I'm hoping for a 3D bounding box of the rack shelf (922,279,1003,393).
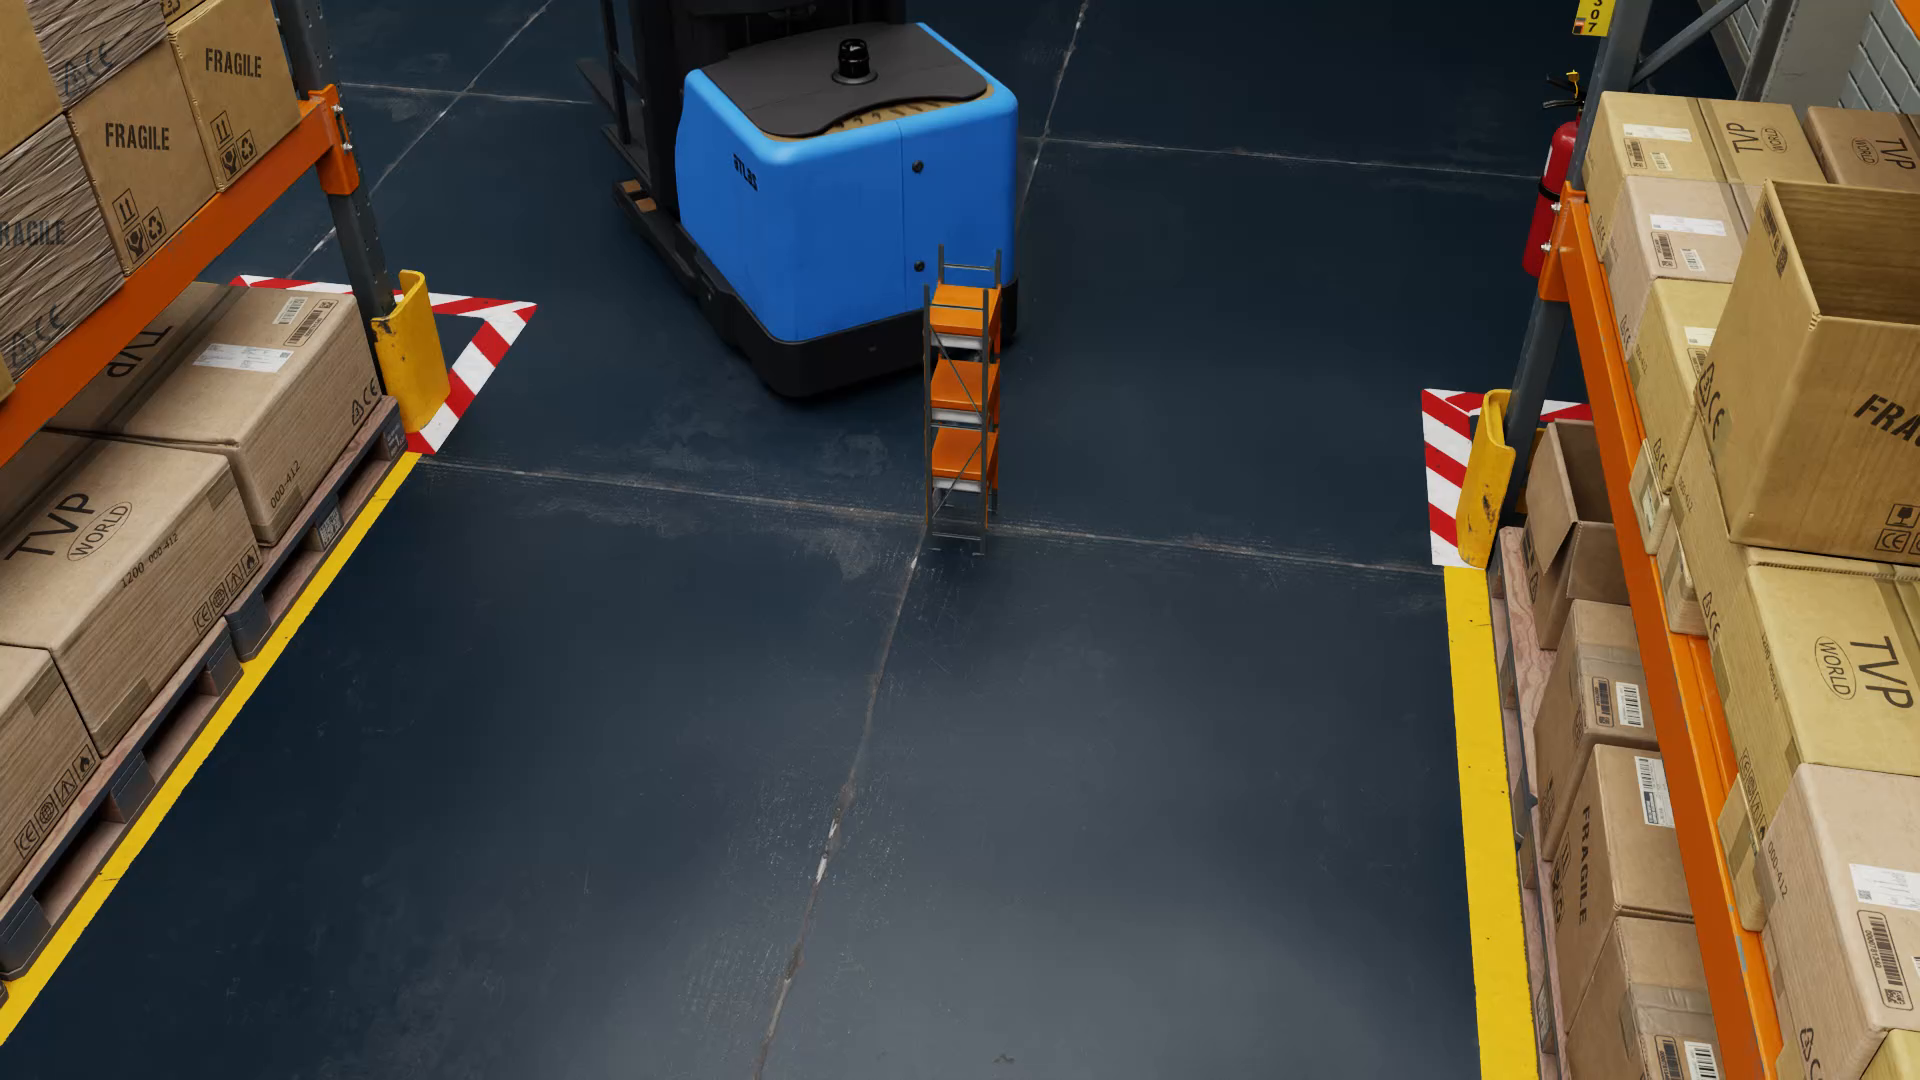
[{"bbox_3d":[0.009,-0.649,5.282,0.215,0.259,0.240,6,40,8],"label":"rack shelf"}]

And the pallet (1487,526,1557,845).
[{"bbox_3d":[2.166,0.464,5.023,1.003,0.211,1.213,6,40,8],"label":"pallet"}]

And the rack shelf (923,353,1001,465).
[{"bbox_3d":[0.009,-0.430,5.463,0.215,0.259,0.240,6,40,8],"label":"rack shelf"}]

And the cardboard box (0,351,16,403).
[{"bbox_3d":[-2.654,-0.448,3.859,0.500,0.500,0.500,8,40,9],"label":"cardboard box"}]

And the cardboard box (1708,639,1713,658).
[{"bbox_3d":[1.715,0.254,3.286,0.380,0.149,0.250,6,40,8],"label":"cardboard box"}]

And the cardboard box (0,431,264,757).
[{"bbox_3d":[-2.739,0.122,4.929,0.875,0.438,0.875,7,40,9],"label":"cardboard box"}]

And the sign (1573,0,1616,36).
[{"bbox_3d":[1.782,-1.552,4.594,0.100,0.325,0.005,6,40,8],"label":"sign"}]

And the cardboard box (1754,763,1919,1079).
[{"bbox_3d":[1.544,0.632,2.516,0.500,0.250,0.500,7,40,8],"label":"cardboard box"}]

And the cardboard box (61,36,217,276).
[{"bbox_3d":[-2.498,-1.097,4.644,0.500,0.500,0.500,6,40,7],"label":"cardboard box"}]

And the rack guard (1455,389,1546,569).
[{"bbox_3d":[2.303,-0.148,5.536,1.175,0.500,0.348,6,40,8],"label":"rack guard"}]

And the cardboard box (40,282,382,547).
[{"bbox_3d":[-2.589,-0.453,5.625,0.875,0.438,0.875,5,40,6],"label":"cardboard box"}]

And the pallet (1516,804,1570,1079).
[{"bbox_3d":[1.952,1.228,4.100,1.003,0.211,1.213,6,40,8],"label":"pallet"}]

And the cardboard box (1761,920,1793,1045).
[{"bbox_3d":[1.547,0.727,2.714,0.380,0.149,0.250,7,40,9],"label":"cardboard box"}]

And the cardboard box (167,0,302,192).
[{"bbox_3d":[-2.396,-1.410,5.023,0.500,0.500,0.500,7,40,8],"label":"cardboard box"}]

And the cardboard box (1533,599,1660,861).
[{"bbox_3d":[1.931,0.548,4.365,0.700,0.500,0.500,8,40,9],"label":"cardboard box"}]

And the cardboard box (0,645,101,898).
[{"bbox_3d":[-2.897,0.688,4.245,0.875,0.438,0.875,5,40,6],"label":"cardboard box"}]

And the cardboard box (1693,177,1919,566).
[{"bbox_3d":[1.713,-0.308,3.064,0.500,0.500,0.500,7,40,9],"label":"cardboard box"}]

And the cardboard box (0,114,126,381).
[{"bbox_3d":[-2.577,-0.773,4.253,0.500,0.500,0.500,7,40,9],"label":"cardboard box"}]

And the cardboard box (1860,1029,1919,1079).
[{"bbox_3d":[1.472,0.948,2.133,0.500,0.250,0.500,7,40,9],"label":"cardboard box"}]

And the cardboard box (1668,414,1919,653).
[{"bbox_3d":[1.733,-0.002,3.283,0.500,0.250,0.500,5,40,7],"label":"cardboard box"}]

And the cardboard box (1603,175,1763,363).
[{"bbox_3d":[1.885,-0.644,4.059,0.500,0.250,0.500,7,40,8],"label":"cardboard box"}]

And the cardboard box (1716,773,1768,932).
[{"bbox_3d":[1.564,0.564,2.911,0.380,0.149,0.250,6,40,7],"label":"cardboard box"}]

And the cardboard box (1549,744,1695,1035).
[{"bbox_3d":[1.741,0.869,3.977,0.500,0.500,0.500,7,40,8],"label":"cardboard box"}]

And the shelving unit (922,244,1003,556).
[{"bbox_3d":[0.009,-0.438,5.456,0.215,1.050,0.252,6,40,8],"label":"shelving unit"}]

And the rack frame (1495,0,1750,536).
[{"bbox_3d":[2.316,-1.159,4.798,1.000,3.000,0.127,6,40,8],"label":"rack frame"}]

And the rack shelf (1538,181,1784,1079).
[{"bbox_3d":[1.970,0.374,3.509,1.077,0.370,4.000,6,40,8],"label":"rack shelf"}]

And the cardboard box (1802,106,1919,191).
[{"bbox_3d":[2.498,-0.898,4.366,0.500,0.250,0.500,7,40,9],"label":"cardboard box"}]

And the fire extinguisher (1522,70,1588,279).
[{"bbox_3d":[1.886,-1.129,5.114,0.296,0.674,0.183,6,40,8],"label":"fire extinguisher"}]

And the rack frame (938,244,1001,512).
[{"bbox_3d":[0.030,-0.515,5.549,0.200,1.050,0.008,6,40,8],"label":"rack frame"}]

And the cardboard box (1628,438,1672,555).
[{"bbox_3d":[1.717,-0.083,3.693,0.380,0.149,0.250,5,40,6],"label":"cardboard box"}]

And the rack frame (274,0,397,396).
[{"bbox_3d":[-2.573,-1.704,5.457,1.000,3.000,0.127,6,40,8],"label":"rack frame"}]

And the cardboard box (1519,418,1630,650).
[{"bbox_3d":[2.117,0.015,5.008,0.797,0.503,0.637,5,40,6],"label":"cardboard box"}]

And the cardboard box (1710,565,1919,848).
[{"bbox_3d":[1.643,0.321,2.892,0.500,0.250,0.500,6,40,7],"label":"cardboard box"}]

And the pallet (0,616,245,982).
[{"bbox_3d":[-2.848,0.645,4.805,1.003,0.211,1.213,6,40,8],"label":"pallet"}]

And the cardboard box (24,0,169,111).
[{"bbox_3d":[-2.484,-1.468,4.308,0.500,0.500,0.500,7,40,8],"label":"cardboard box"}]

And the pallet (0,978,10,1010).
[{"bbox_3d":[-3.057,1.413,3.876,1.003,0.211,1.213,6,40,8],"label":"pallet"}]

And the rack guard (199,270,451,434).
[{"bbox_3d":[-2.569,-0.755,6.271,1.175,0.500,0.348,6,40,8],"label":"rack guard"}]

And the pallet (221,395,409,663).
[{"bbox_3d":[-2.635,-0.119,5.728,1.003,0.211,1.213,6,40,8],"label":"pallet"}]

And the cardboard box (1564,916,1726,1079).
[{"bbox_3d":[1.751,1.200,3.577,0.700,0.500,0.500,5,40,6],"label":"cardboard box"}]

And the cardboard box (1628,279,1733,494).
[{"bbox_3d":[1.801,-0.326,3.674,0.500,0.250,0.500,6,40,7],"label":"cardboard box"}]

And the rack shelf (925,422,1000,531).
[{"bbox_3d":[0.009,-0.216,5.640,0.215,0.259,0.240,6,40,8],"label":"rack shelf"}]

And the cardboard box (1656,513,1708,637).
[{"bbox_3d":[1.692,0.085,3.491,0.380,0.149,0.250,7,40,9],"label":"cardboard box"}]

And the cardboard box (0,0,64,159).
[{"bbox_3d":[-2.573,-1.158,3.933,0.500,0.500,0.500,6,40,7],"label":"cardboard box"}]

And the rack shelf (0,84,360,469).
[{"bbox_3d":[-2.919,-0.171,4.168,1.077,0.370,4.000,6,40,8],"label":"rack shelf"}]

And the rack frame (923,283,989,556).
[{"bbox_3d":[-0.012,-0.362,5.363,0.200,1.050,0.008,6,40,8],"label":"rack frame"}]

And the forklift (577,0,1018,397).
[{"bbox_3d":[-0.906,-2.598,6.592,1.130,2.935,3.031,-19,43,-21],"label":"forklift"}]

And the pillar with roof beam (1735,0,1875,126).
[{"bbox_3d":[-0.570,-5.538,5.387,9.100,9.000,0.400,6,40,8],"label":"pillar with roof beam"}]

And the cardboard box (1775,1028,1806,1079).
[{"bbox_3d":[1.475,0.889,2.518,0.380,0.149,0.250,7,40,9],"label":"cardboard box"}]

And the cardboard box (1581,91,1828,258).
[{"bbox_3d":[1.972,-0.961,4.442,0.500,0.250,0.500,7,40,8],"label":"cardboard box"}]

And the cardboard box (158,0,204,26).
[{"bbox_3d":[-2.422,-1.799,4.709,0.500,0.500,0.500,8,40,9],"label":"cardboard box"}]

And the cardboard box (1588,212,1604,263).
[{"bbox_3d":[1.989,-0.886,4.665,0.380,0.149,0.250,6,40,7],"label":"cardboard box"}]
